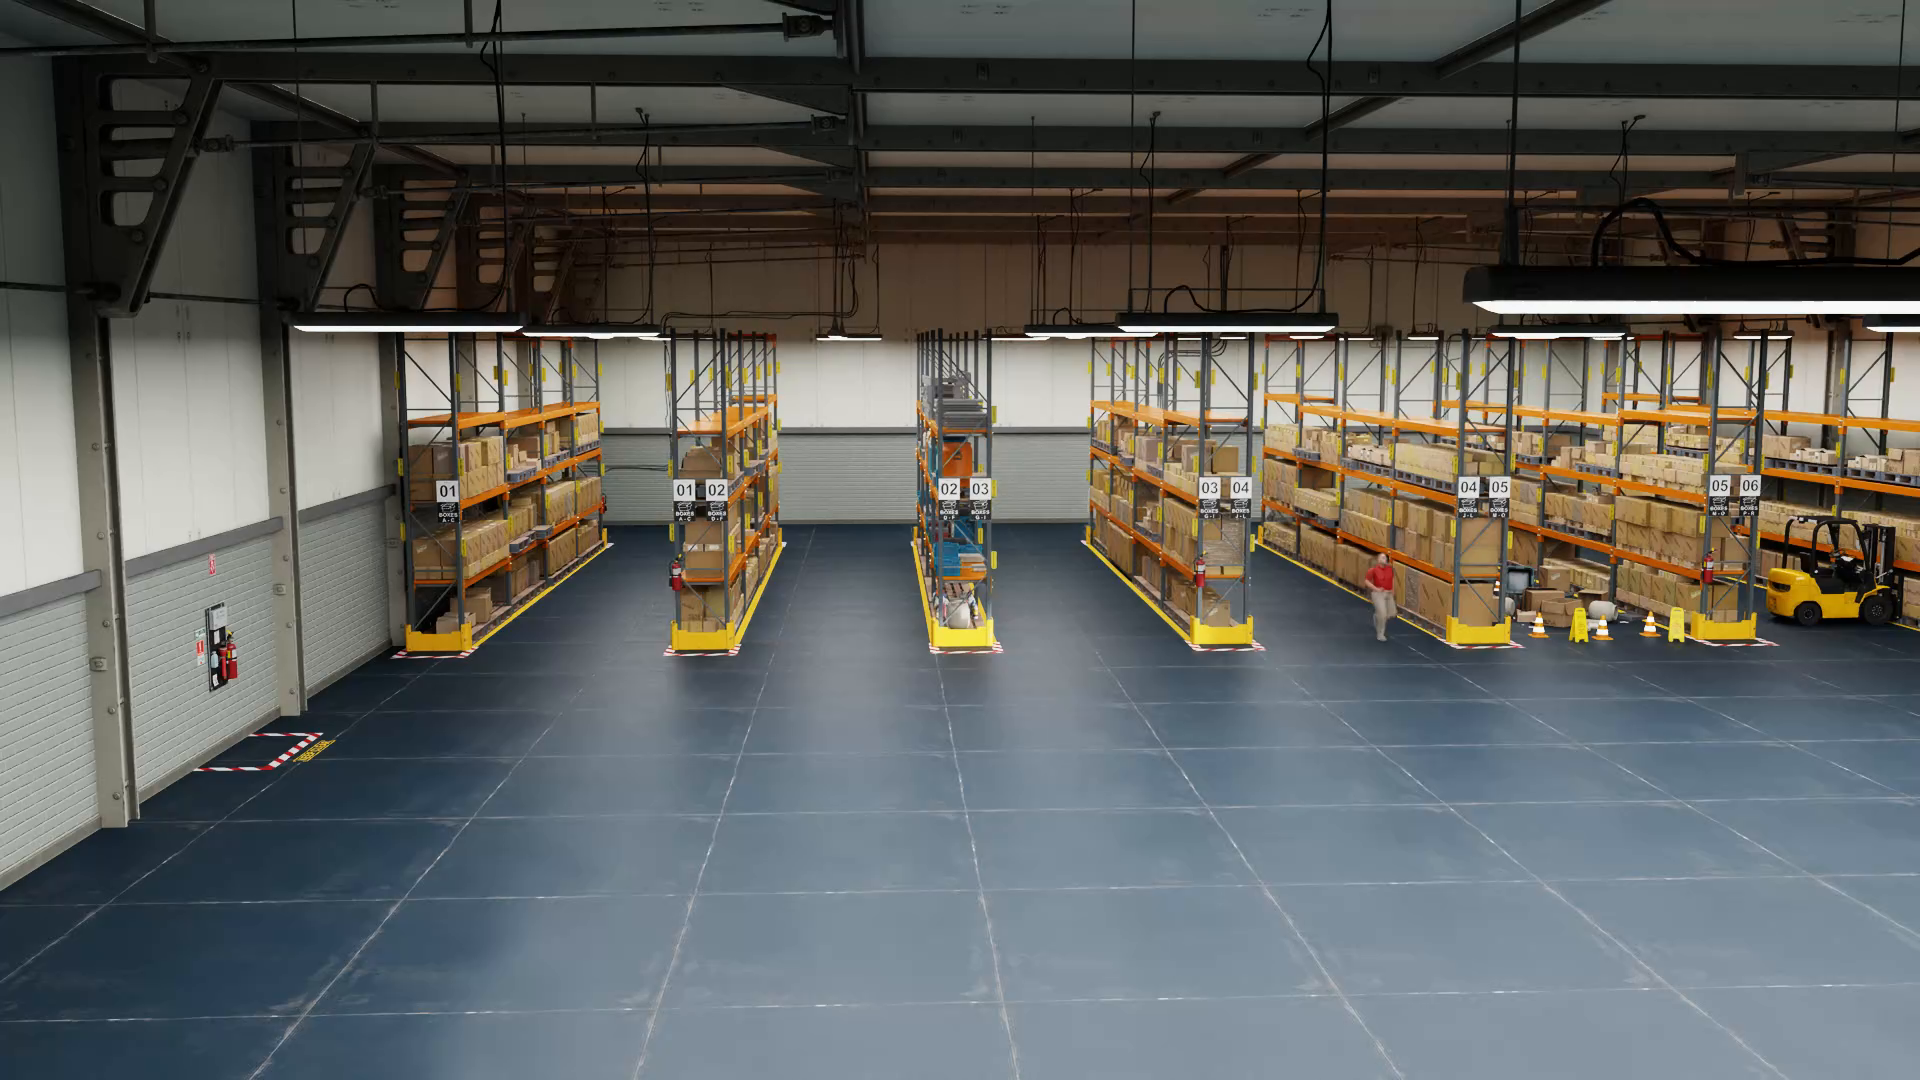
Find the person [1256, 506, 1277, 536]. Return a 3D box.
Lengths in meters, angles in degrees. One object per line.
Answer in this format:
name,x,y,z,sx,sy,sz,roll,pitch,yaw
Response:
person,9.153,-0.853,49.041,0.859,1.552,0.596,2,7,19

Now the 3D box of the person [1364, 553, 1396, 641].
person,8.176,1.095,32.334,0.700,1.694,0.594,-3,7,-26

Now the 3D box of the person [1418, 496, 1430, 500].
person,13.910,-0.963,49.480,0.882,1.793,0.714,1,7,10
